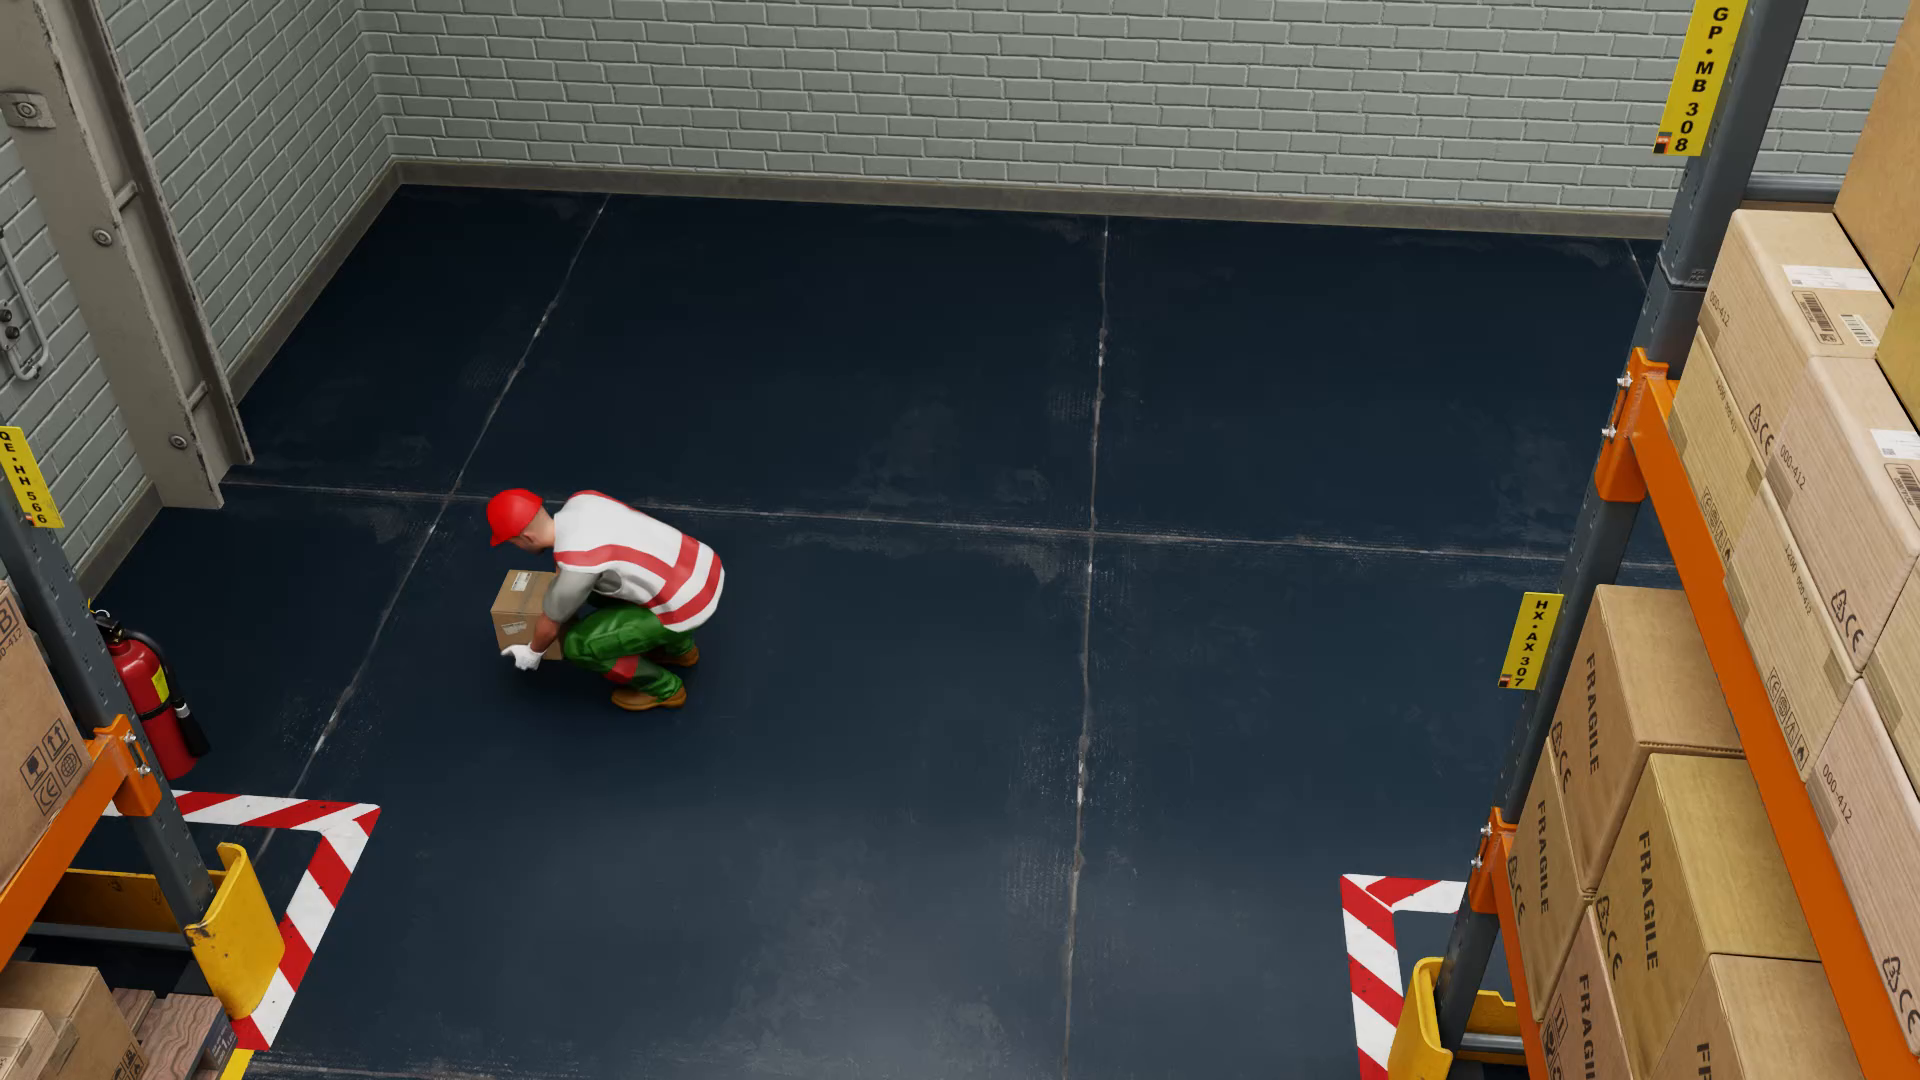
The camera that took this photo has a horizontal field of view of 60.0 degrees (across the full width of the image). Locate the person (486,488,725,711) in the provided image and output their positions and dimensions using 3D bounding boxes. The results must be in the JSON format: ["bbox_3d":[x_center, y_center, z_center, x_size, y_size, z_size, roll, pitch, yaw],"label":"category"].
[{"bbox_3d":[-1.377,0.193,6.528,0.885,1.001,0.545,2,40,3],"label":"person"}]
